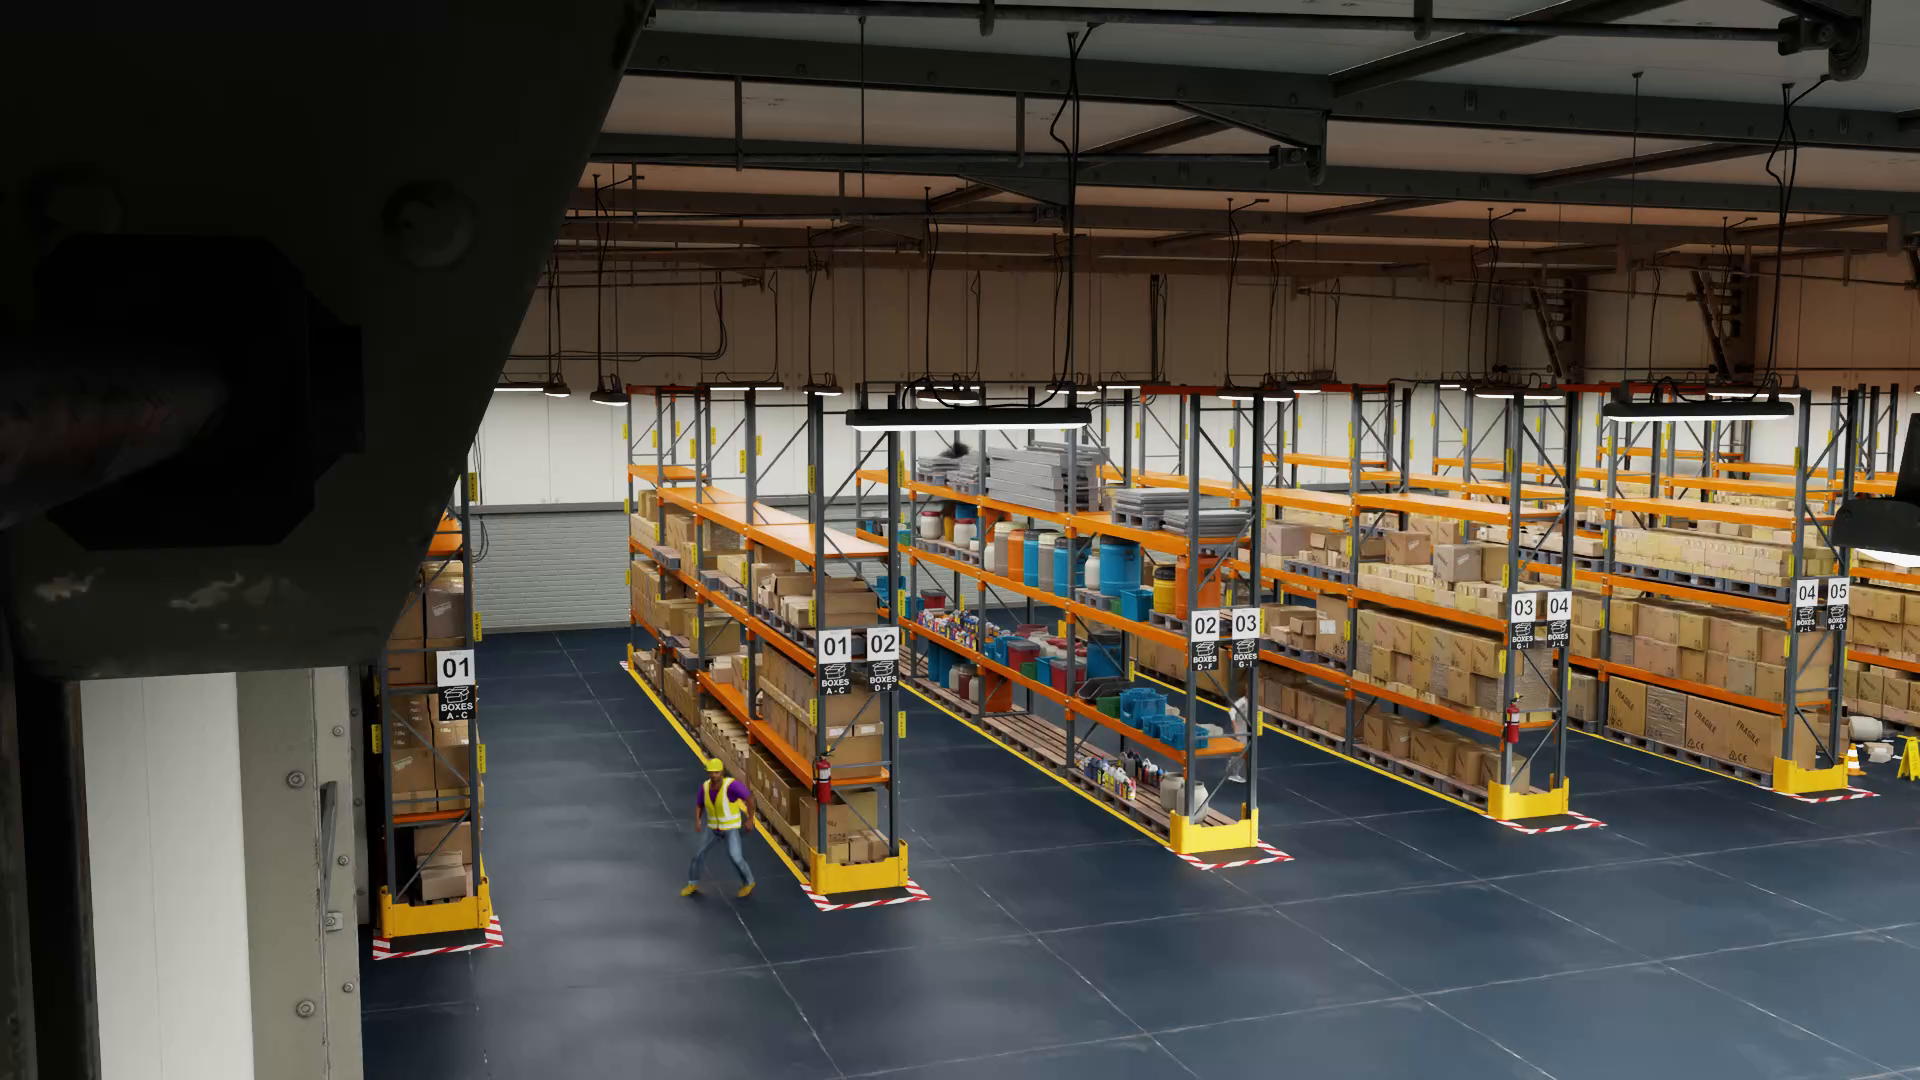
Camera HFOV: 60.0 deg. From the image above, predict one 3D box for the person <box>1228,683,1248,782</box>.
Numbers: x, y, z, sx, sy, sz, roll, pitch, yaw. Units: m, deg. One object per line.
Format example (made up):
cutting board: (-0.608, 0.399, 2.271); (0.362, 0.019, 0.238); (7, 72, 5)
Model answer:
person: (4.326, 2.945, 25.383); (0.507, 1.553, 0.610); (4, 7, 37)

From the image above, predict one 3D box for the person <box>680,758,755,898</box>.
person: (-2.934, 3.449, 19.925); (0.883, 1.683, 0.552); (2, 6, 22)

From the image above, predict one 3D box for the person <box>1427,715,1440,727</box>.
person: (8.401, 2.489, 28.952); (0.644, 1.731, 0.753); (-2, 6, -17)
